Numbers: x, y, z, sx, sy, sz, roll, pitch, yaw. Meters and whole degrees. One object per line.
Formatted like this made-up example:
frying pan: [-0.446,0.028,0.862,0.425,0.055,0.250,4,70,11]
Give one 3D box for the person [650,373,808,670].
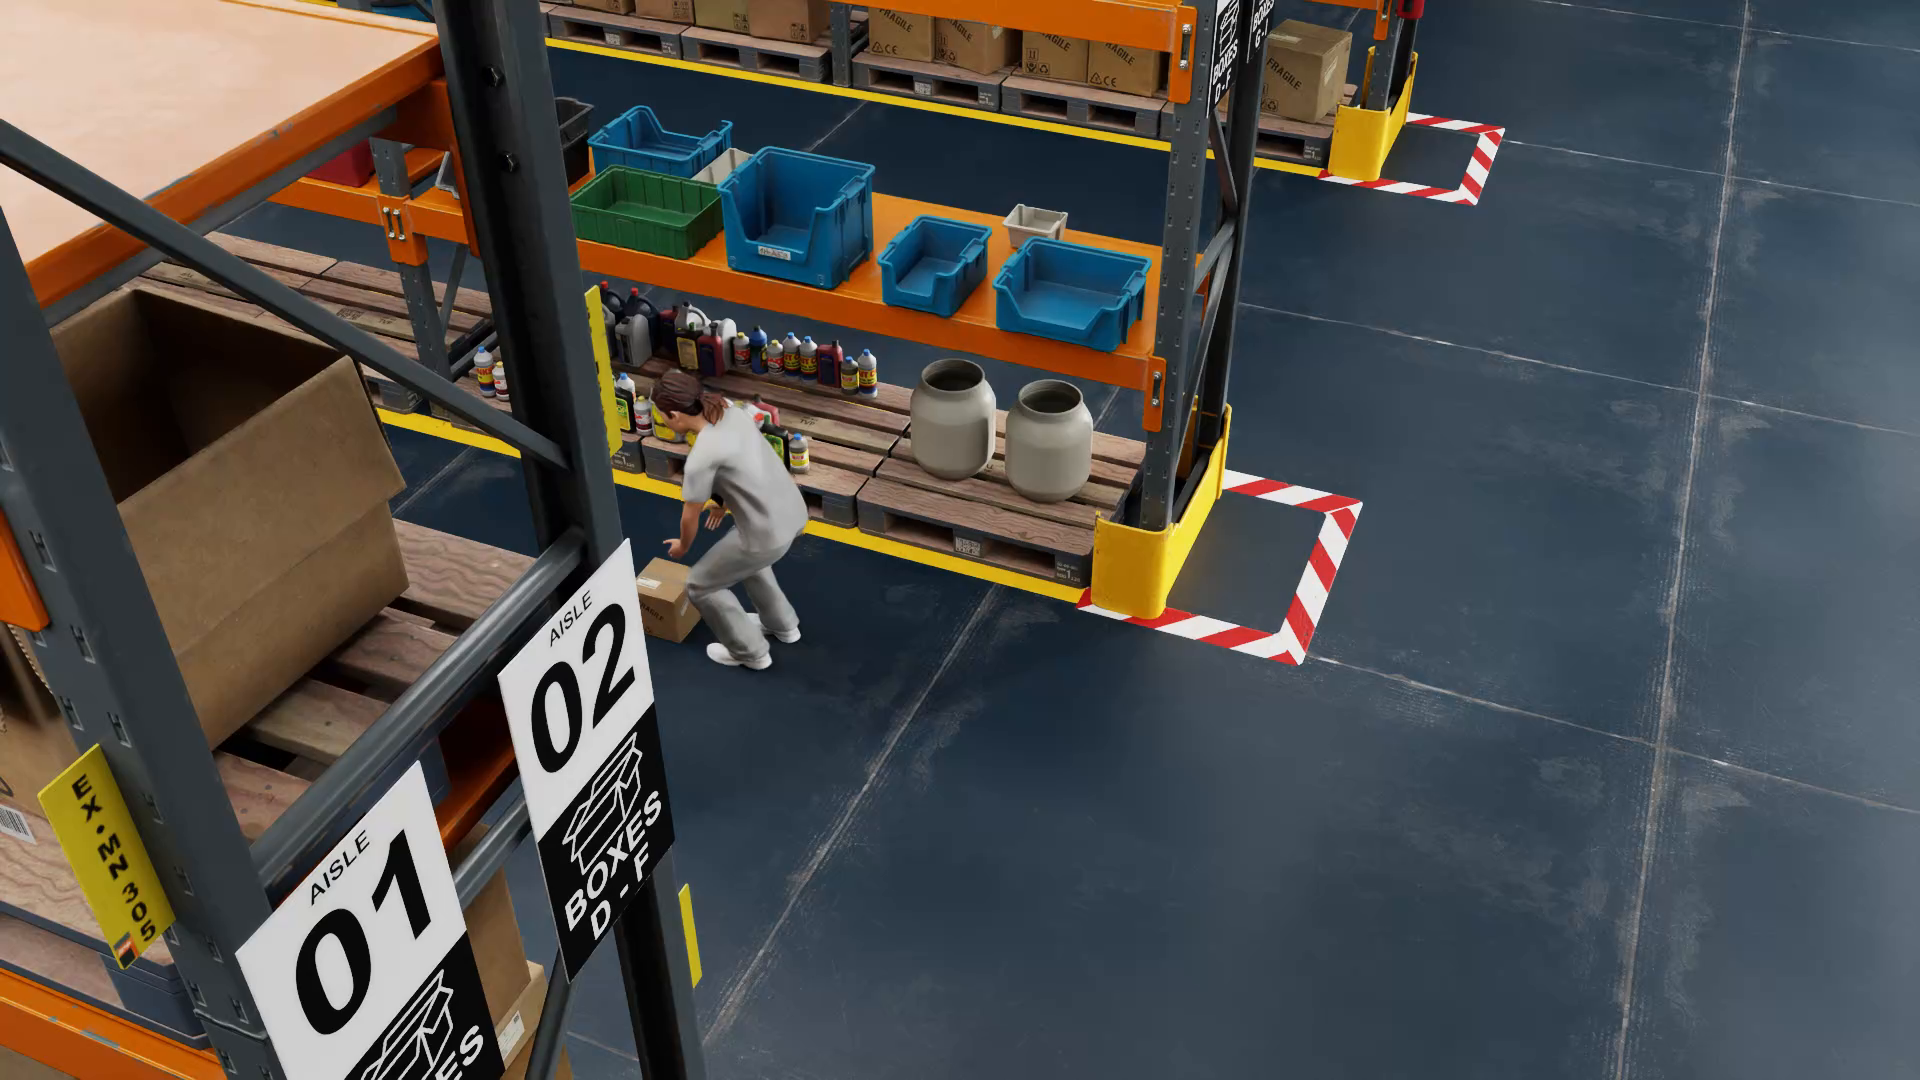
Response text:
person: [-0.974,-0.062,7.117,0.616,1.418,0.490,14,40,18]
